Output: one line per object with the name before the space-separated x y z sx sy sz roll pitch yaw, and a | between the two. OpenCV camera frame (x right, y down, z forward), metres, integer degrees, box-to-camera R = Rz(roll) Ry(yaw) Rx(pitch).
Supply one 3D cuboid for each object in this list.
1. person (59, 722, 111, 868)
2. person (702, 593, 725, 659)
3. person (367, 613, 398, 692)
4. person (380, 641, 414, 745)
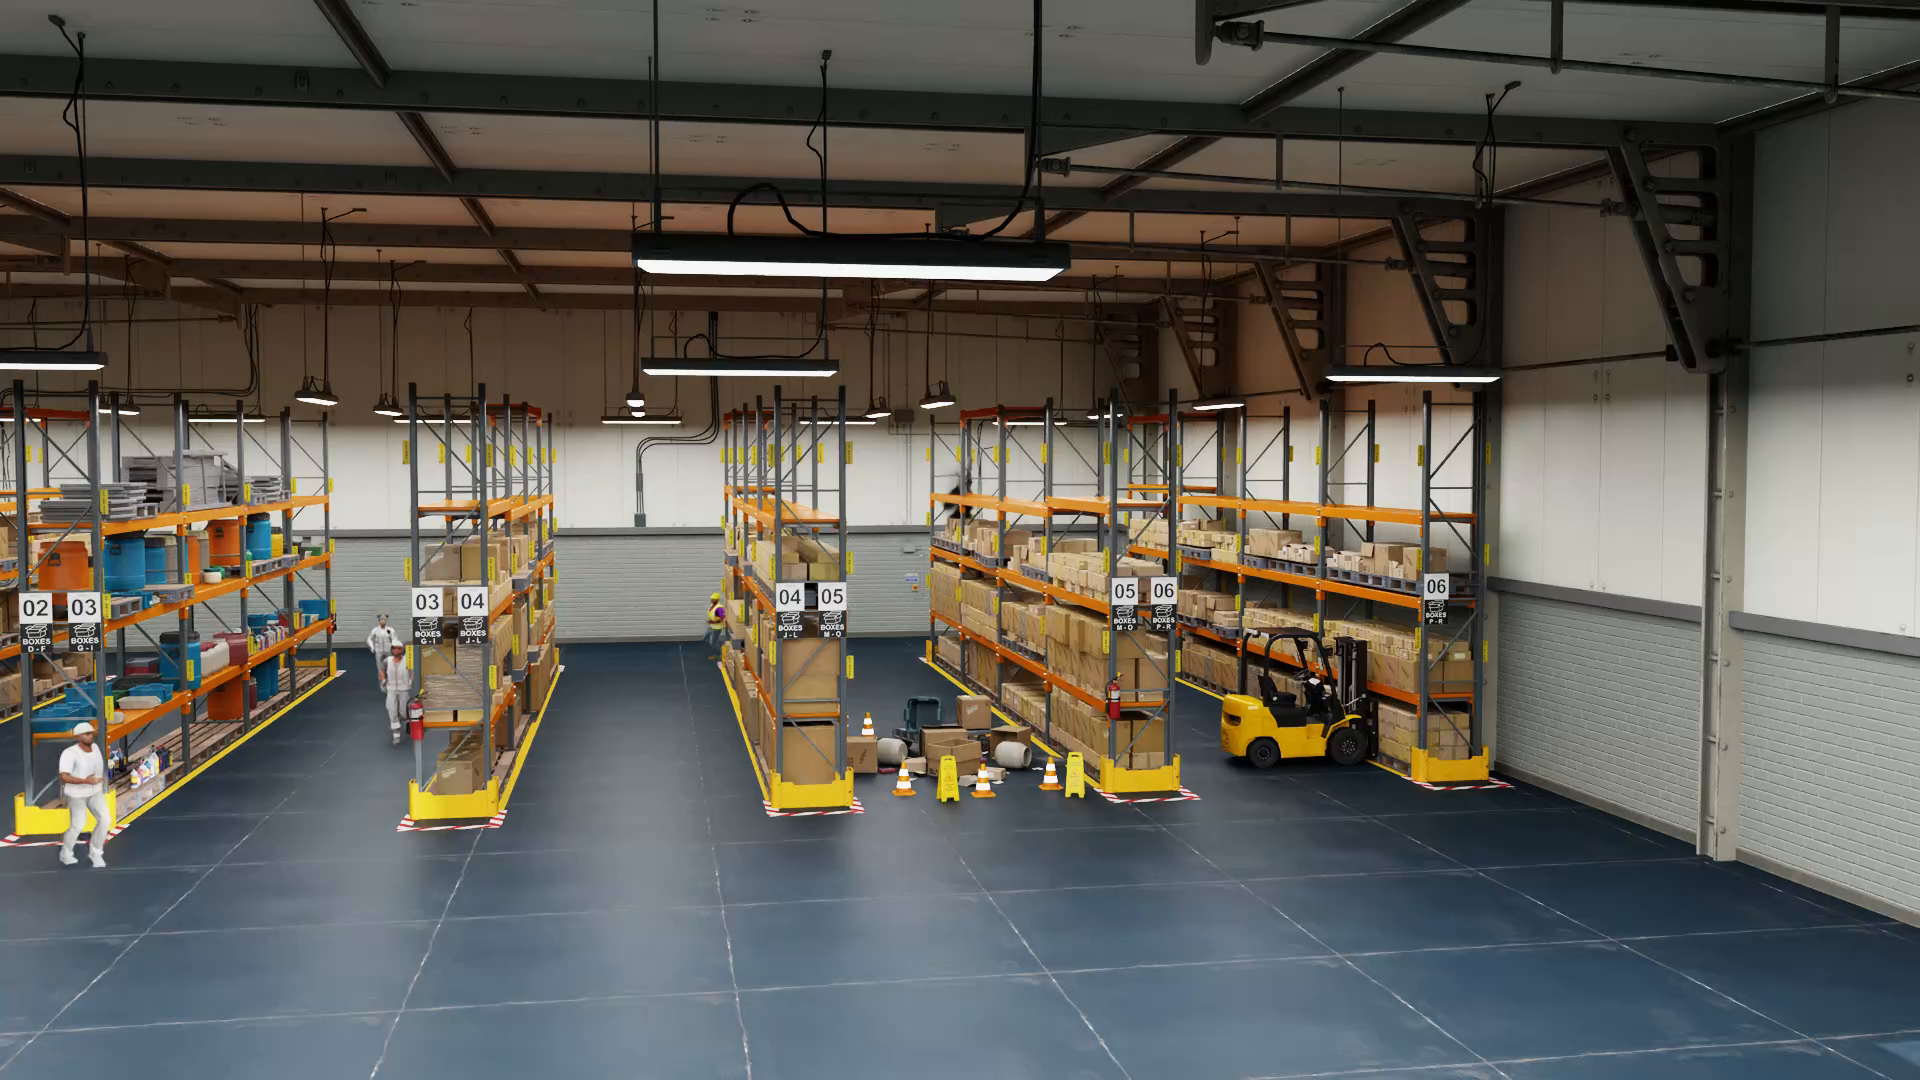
person | -10.592 3.118 20.169 0.736 1.831 0.722 1 3 22
person | -5.983 2.108 40.539 0.544 1.667 0.782 -2 3 -32
person | -12.268 2.384 35.347 0.621 1.649 0.676 -1 3 -22
person | -9.847 2.651 29.134 0.655 1.778 0.866 -1 3 -10
